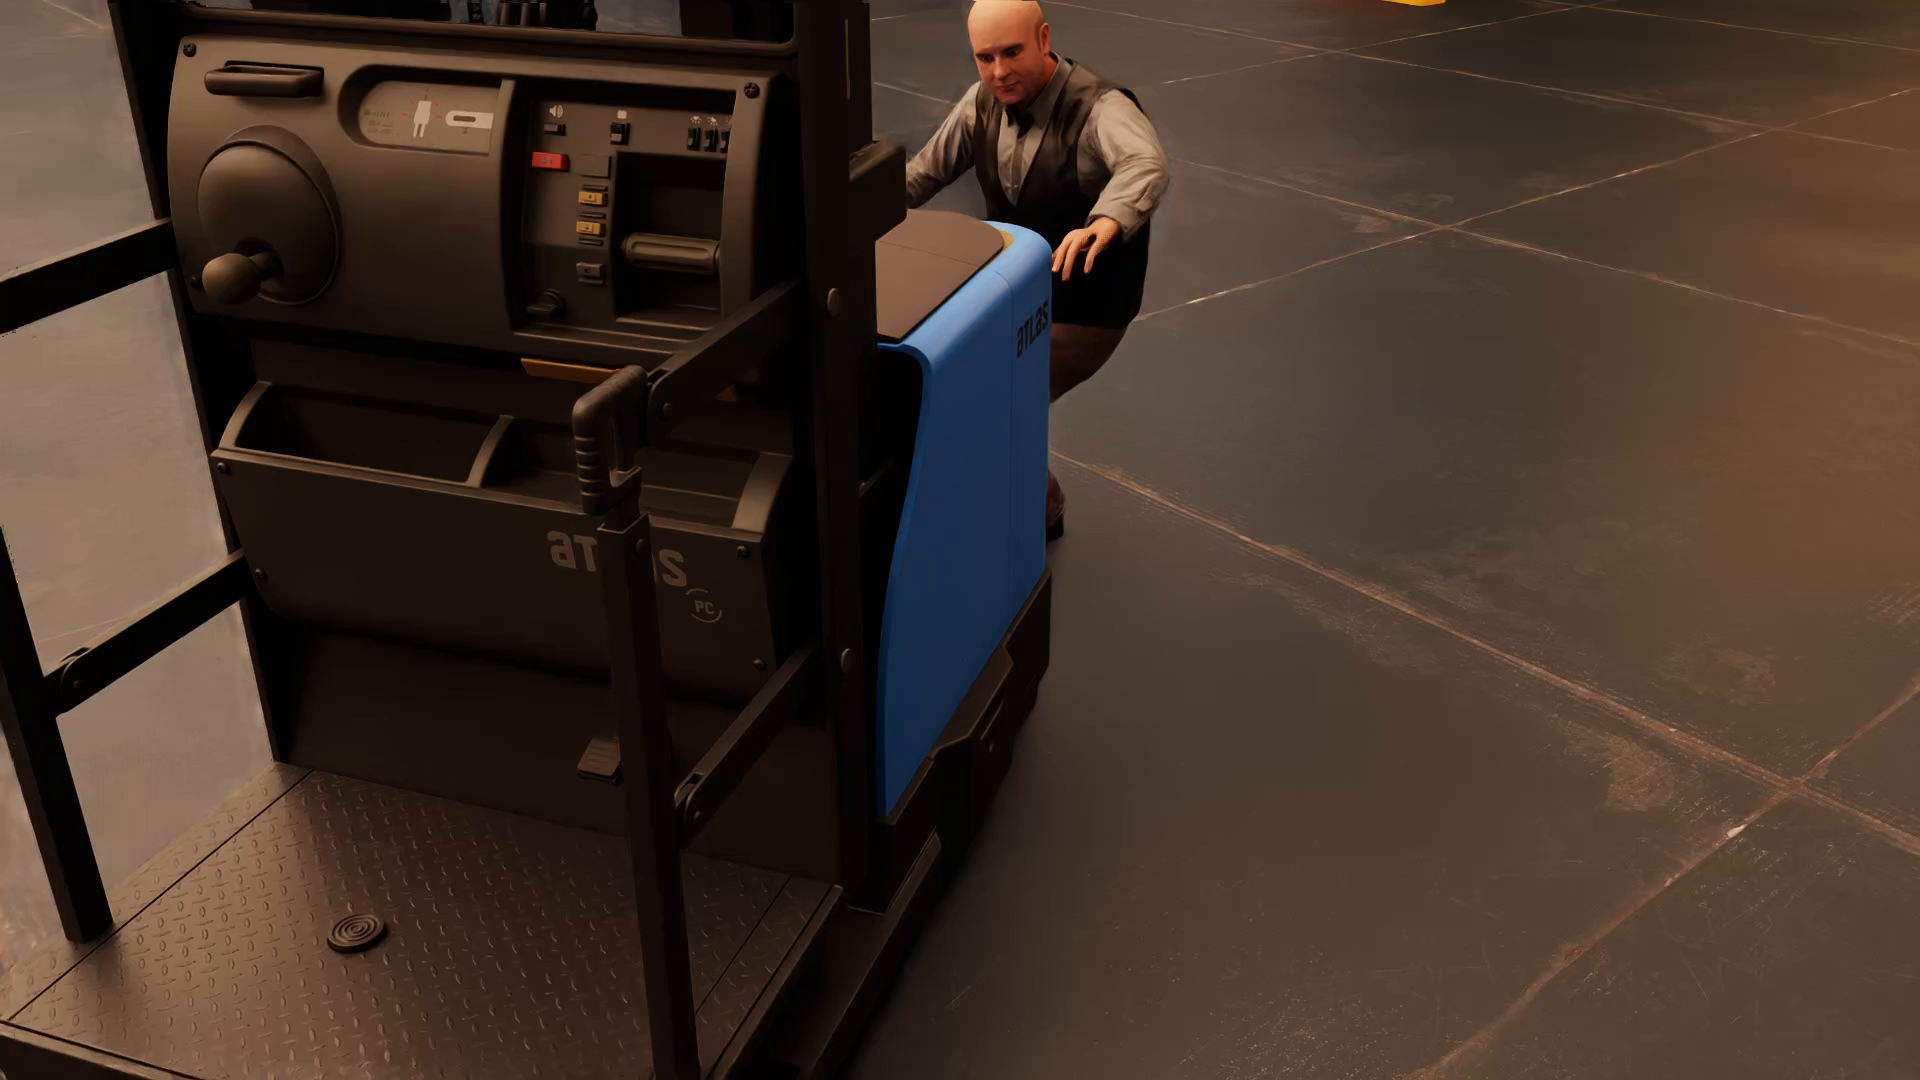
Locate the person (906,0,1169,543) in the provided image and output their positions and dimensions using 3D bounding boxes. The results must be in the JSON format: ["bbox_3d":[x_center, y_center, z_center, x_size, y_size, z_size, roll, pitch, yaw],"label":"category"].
[{"bbox_3d":[0.029,-0.602,4.091,1.350,1.479,0.835,23,35,39],"label":"person"}]

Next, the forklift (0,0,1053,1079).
[{"bbox_3d":[-0.757,-0.442,2.093,1.130,2.935,3.031,9,28,17],"label":"forklift"}]
